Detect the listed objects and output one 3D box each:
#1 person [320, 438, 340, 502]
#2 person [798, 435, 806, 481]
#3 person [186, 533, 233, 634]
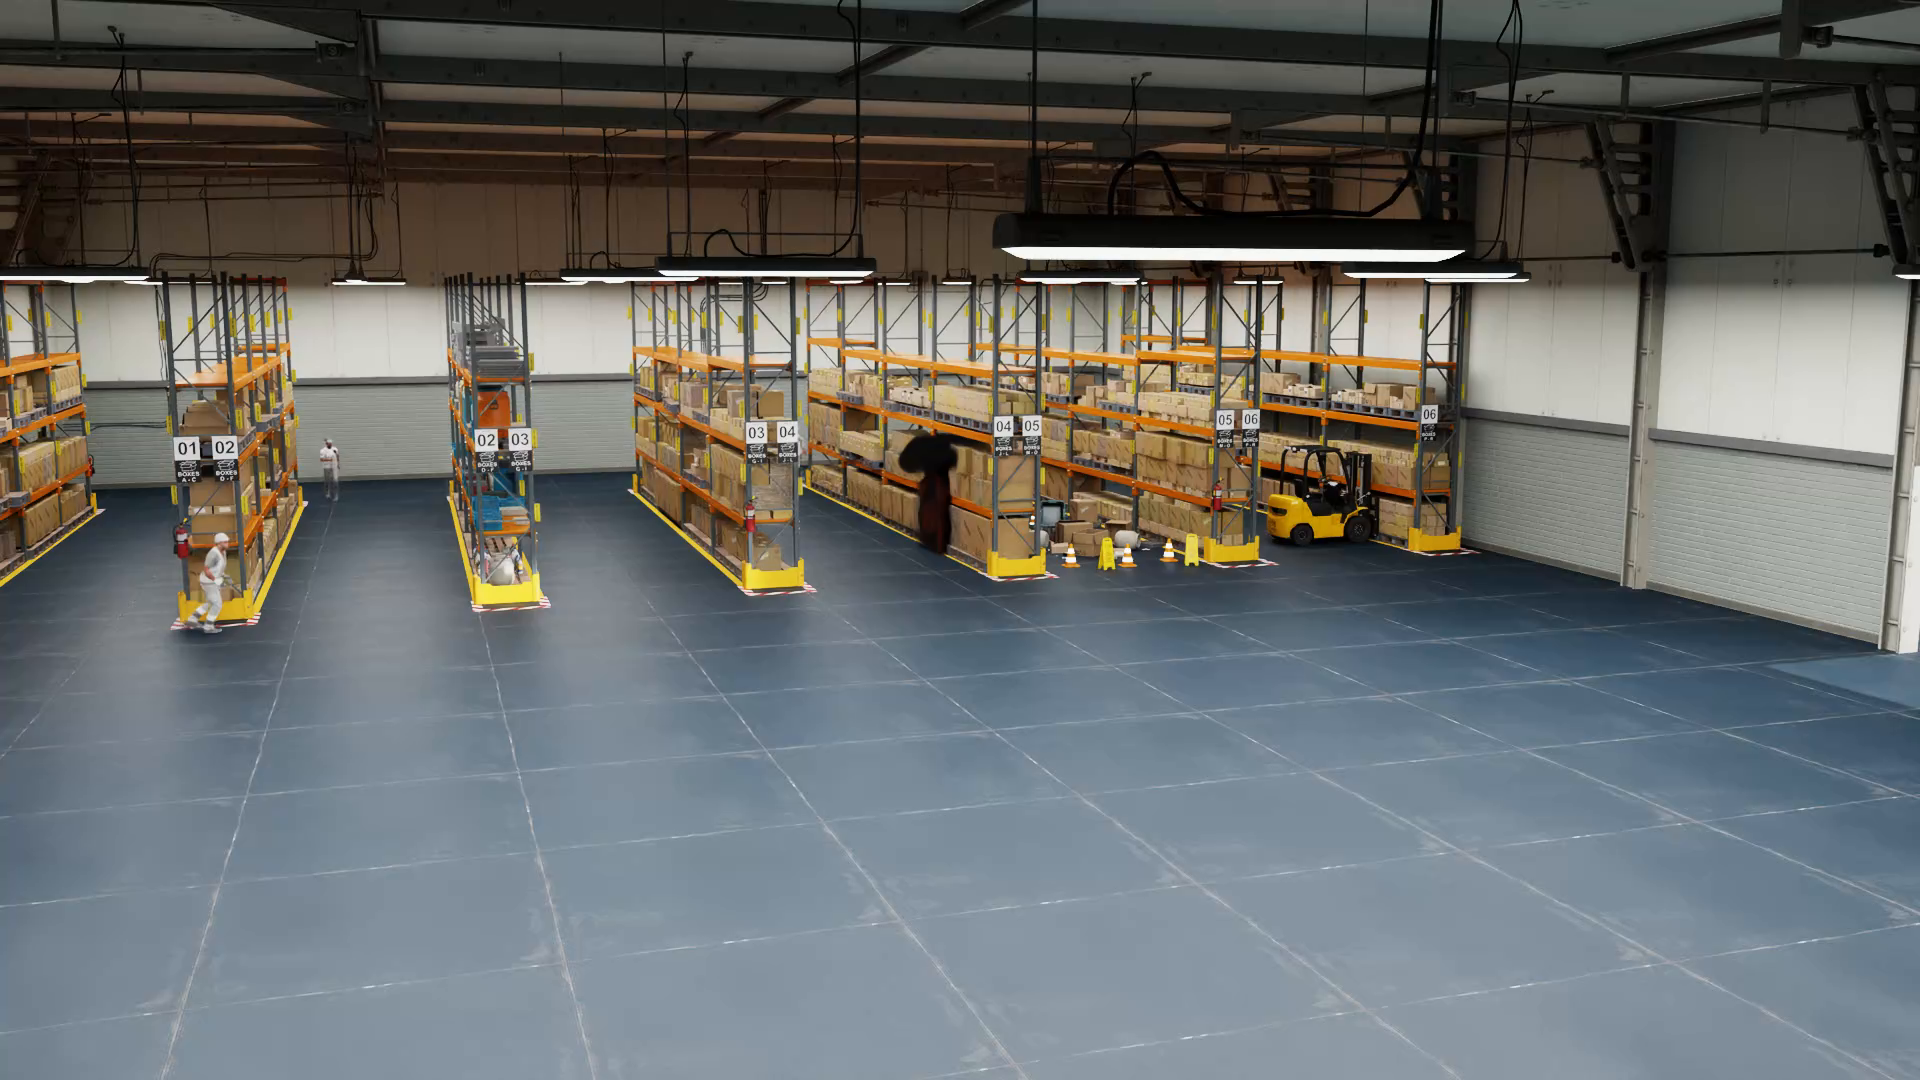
[{"bbox_3d":[-17.095,-1.915,45.147,0.531,1.747,0.849,-5,10,-29],"label":"person"},{"bbox_3d":[-4.922,-2.563,49.422,0.655,1.697,0.724,3,9,22],"label":"person"},{"bbox_3d":[-12.538,0.722,27.734,0.857,1.688,0.641,-2,9,-10],"label":"person"}]
